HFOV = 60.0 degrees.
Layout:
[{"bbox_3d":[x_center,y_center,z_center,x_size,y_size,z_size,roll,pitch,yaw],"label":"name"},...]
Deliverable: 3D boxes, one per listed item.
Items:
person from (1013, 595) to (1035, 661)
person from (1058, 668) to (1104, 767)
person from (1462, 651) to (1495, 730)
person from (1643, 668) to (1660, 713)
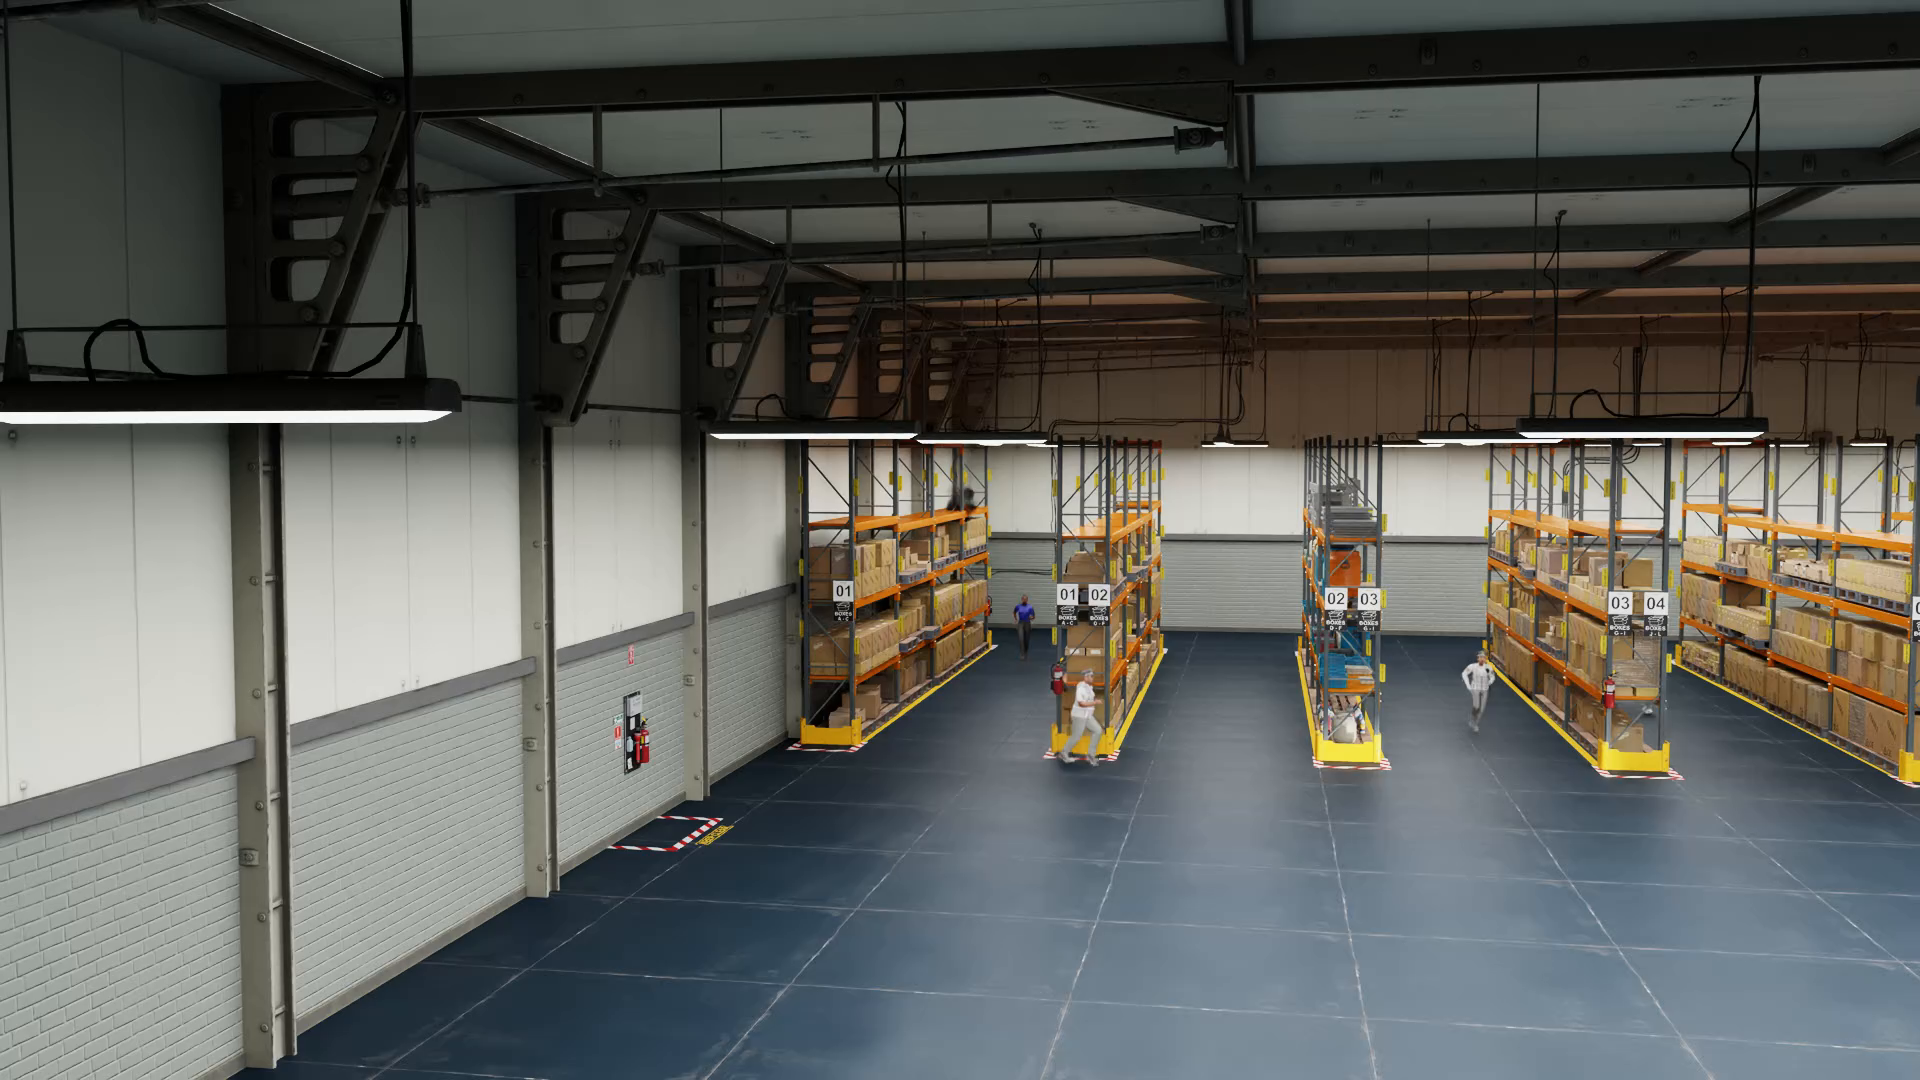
[{"bbox_3d":[1.679,2.272,43.413,0.579,1.677,0.846,0,3,1],"label":"person"},{"bbox_3d":[2.204,3.222,30.134,0.870,1.824,0.687,1,3,22],"label":"person"},{"bbox_3d":[10.555,3.061,33.754,0.613,1.651,0.599,0,3,3],"label":"person"},{"bbox_3d":[14.997,2.954,35.940,0.567,1.621,0.599,0,3,1],"label":"person"}]
